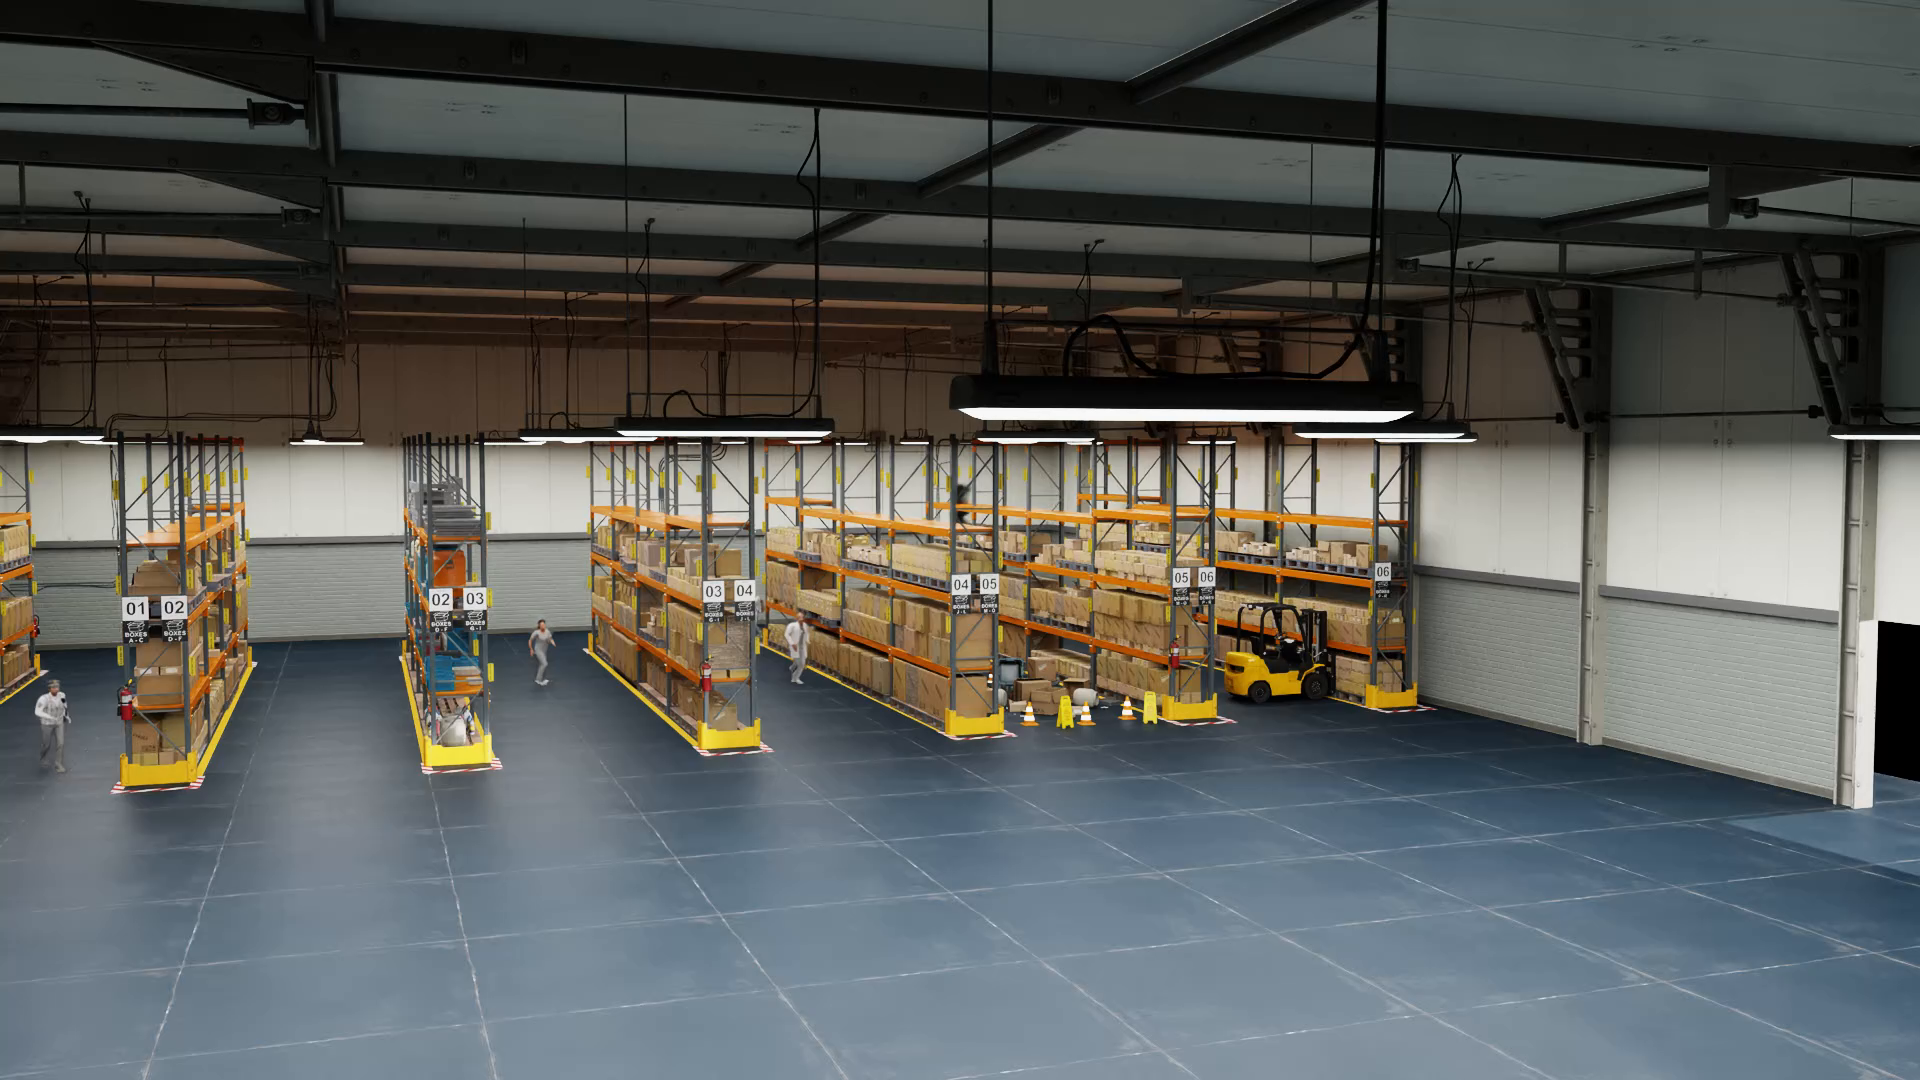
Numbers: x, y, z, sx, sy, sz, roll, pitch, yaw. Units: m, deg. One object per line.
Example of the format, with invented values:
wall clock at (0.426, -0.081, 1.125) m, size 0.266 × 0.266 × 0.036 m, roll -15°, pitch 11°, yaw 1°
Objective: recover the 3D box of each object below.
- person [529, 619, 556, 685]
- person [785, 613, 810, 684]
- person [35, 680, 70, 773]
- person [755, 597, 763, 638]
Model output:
person at (-10.085, 2.720, 40.257) m, size 0.780 × 1.628 × 0.579 m, roll 2°, pitch 4°, yaw 28°
person at (-3.968, 2.627, 40.493) m, size 0.705 × 1.731 × 0.585 m, roll -2°, pitch 4°, yaw -30°
person at (-16.102, 3.267, 29.449) m, size 0.888 × 1.656 × 0.589 m, roll 3°, pitch 4°, yaw 44°
person at (-6.156, 2.249, 49.337) m, size 0.581 × 1.545 × 1.047 m, roll 1°, pitch 3°, yaw 12°
